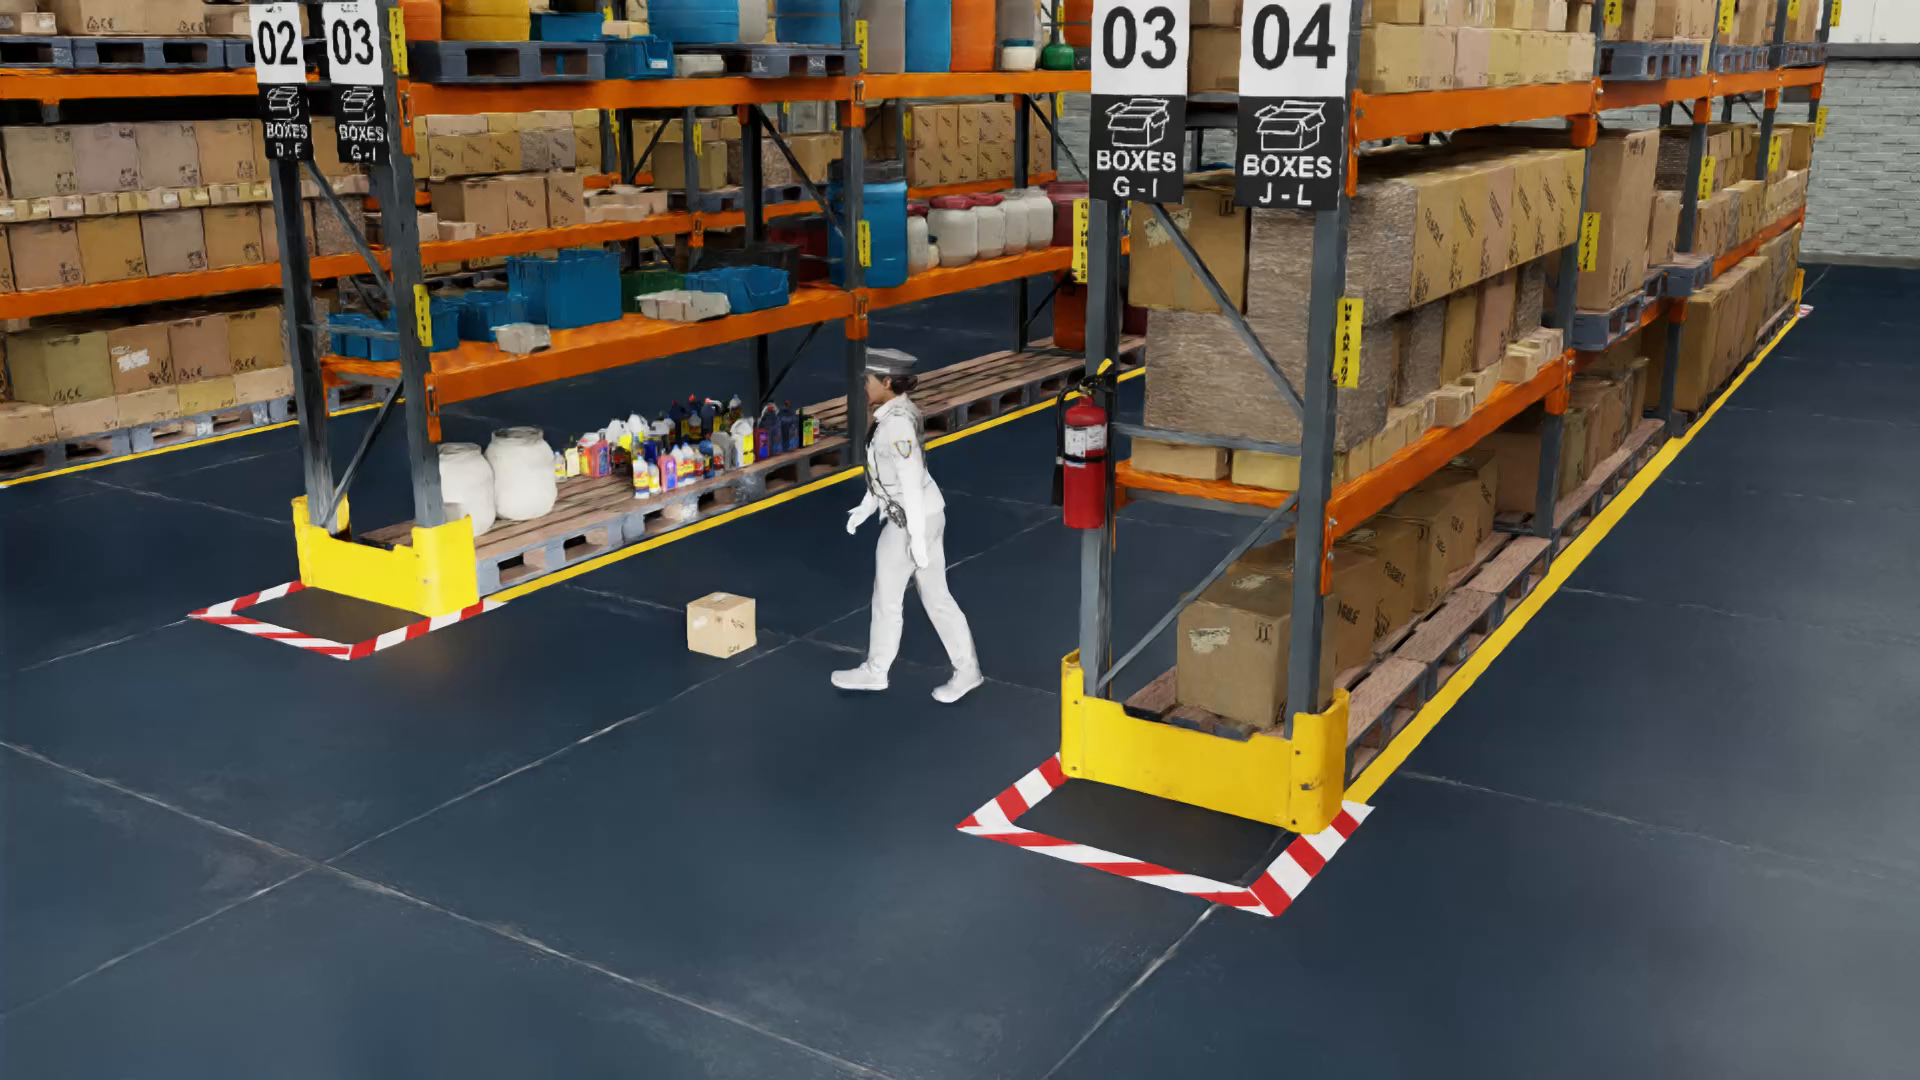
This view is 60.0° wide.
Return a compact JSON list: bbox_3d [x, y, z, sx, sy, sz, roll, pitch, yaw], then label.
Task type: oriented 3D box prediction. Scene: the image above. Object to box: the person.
[{"bbox_3d":[-0.261,-0.069,7.724,0.744,1.640,0.523,3,17,10],"label":"person"}]
